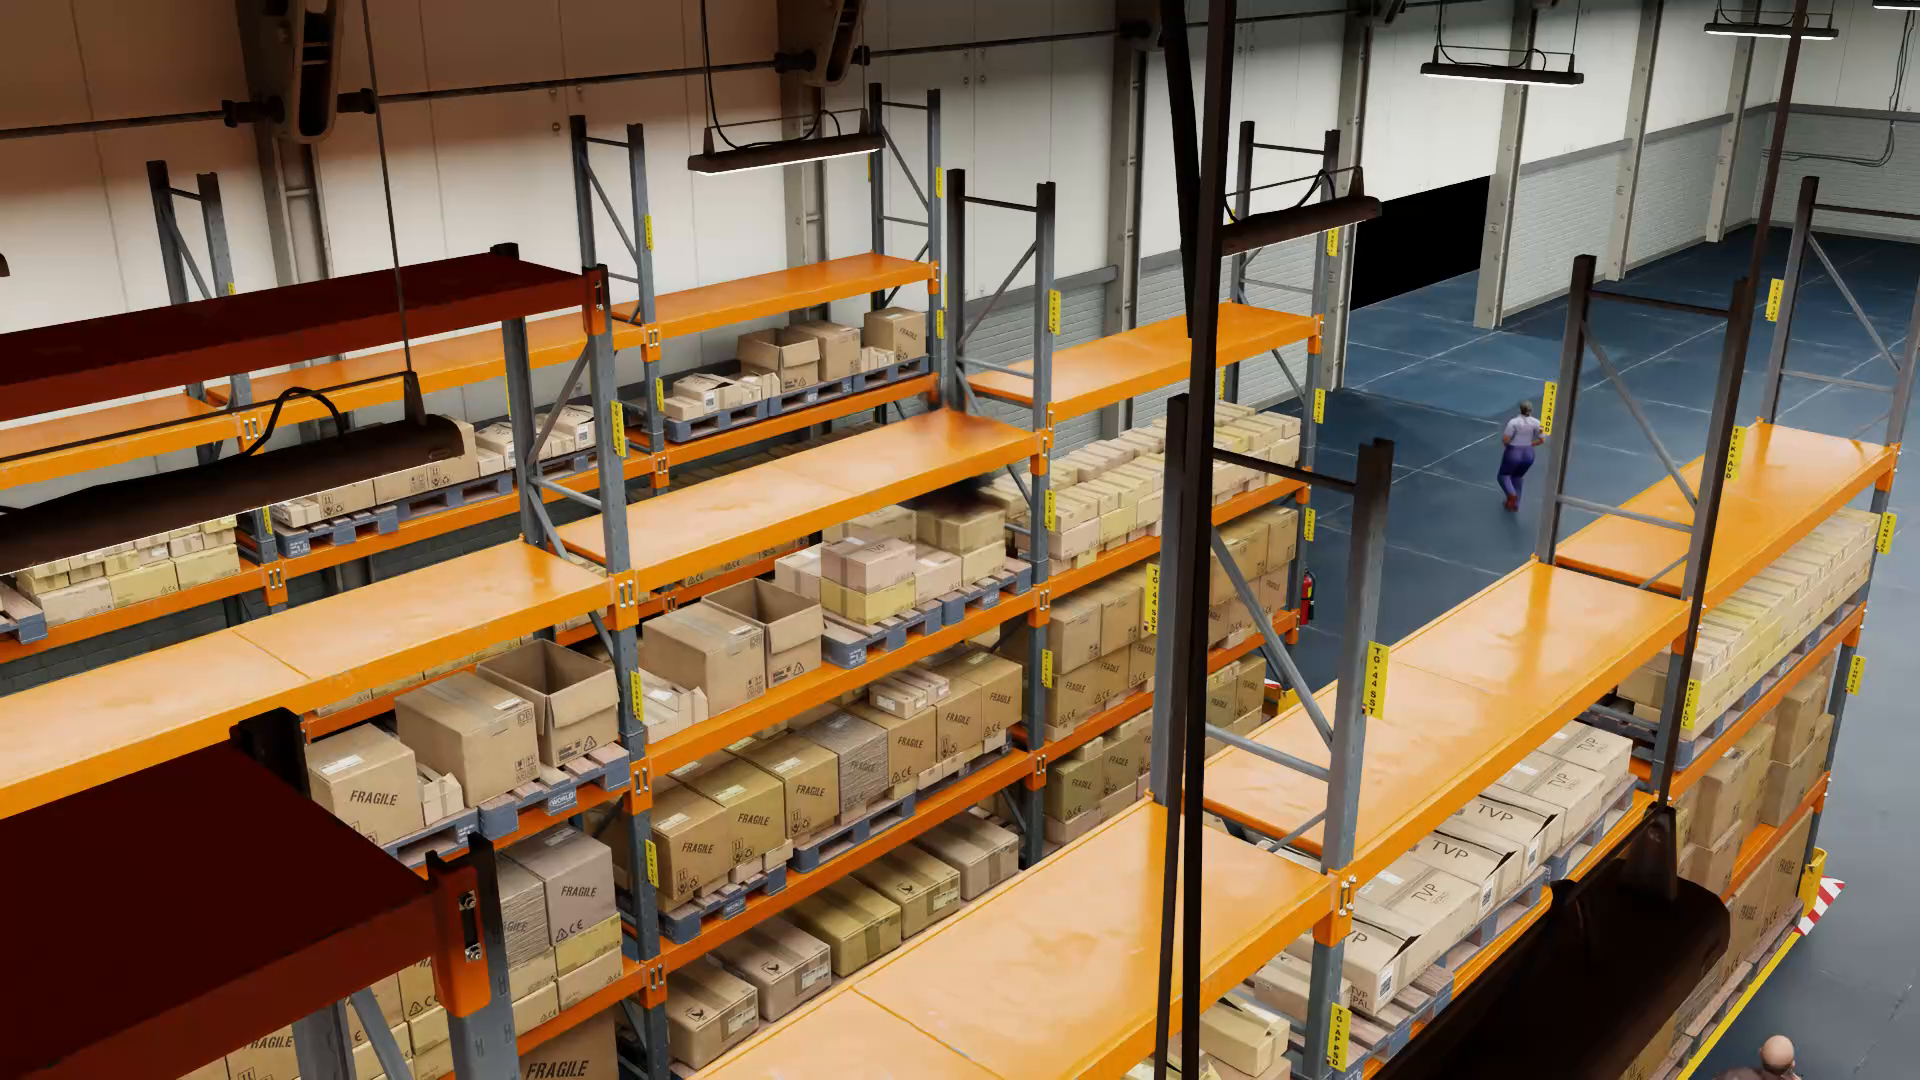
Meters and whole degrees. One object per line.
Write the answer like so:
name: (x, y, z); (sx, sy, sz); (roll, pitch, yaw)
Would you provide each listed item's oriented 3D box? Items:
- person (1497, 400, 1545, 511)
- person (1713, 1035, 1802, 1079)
person: (7.664, -1.146, 22.770); (0.605, 1.593, 0.578); (-1, 21, -2)
person: (4.755, 3.701, 9.928); (0.698, 1.794, 0.967); (16, 27, 36)
